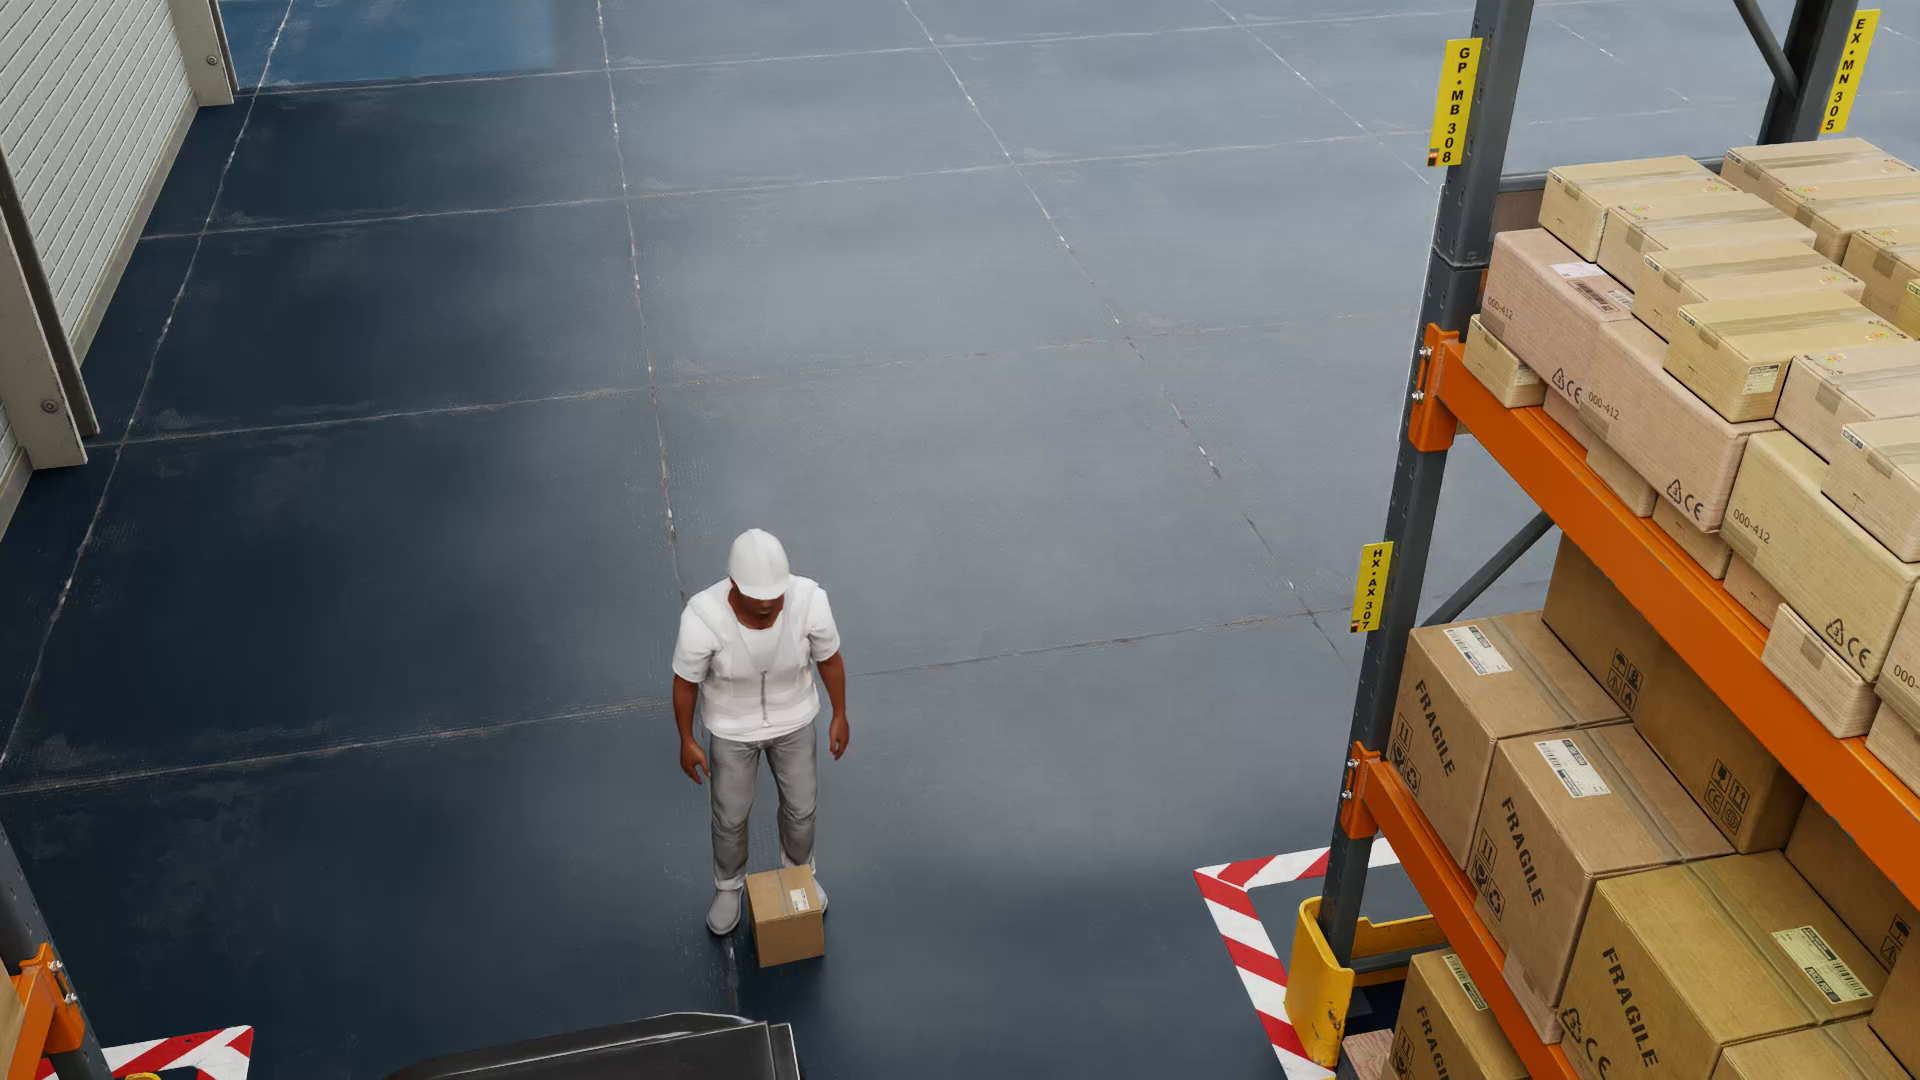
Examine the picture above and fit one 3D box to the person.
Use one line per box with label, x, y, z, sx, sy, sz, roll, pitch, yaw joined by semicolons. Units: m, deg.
person;-0.721;0.688;6.112;0.637;1.761;0.455;-9;35;-13
